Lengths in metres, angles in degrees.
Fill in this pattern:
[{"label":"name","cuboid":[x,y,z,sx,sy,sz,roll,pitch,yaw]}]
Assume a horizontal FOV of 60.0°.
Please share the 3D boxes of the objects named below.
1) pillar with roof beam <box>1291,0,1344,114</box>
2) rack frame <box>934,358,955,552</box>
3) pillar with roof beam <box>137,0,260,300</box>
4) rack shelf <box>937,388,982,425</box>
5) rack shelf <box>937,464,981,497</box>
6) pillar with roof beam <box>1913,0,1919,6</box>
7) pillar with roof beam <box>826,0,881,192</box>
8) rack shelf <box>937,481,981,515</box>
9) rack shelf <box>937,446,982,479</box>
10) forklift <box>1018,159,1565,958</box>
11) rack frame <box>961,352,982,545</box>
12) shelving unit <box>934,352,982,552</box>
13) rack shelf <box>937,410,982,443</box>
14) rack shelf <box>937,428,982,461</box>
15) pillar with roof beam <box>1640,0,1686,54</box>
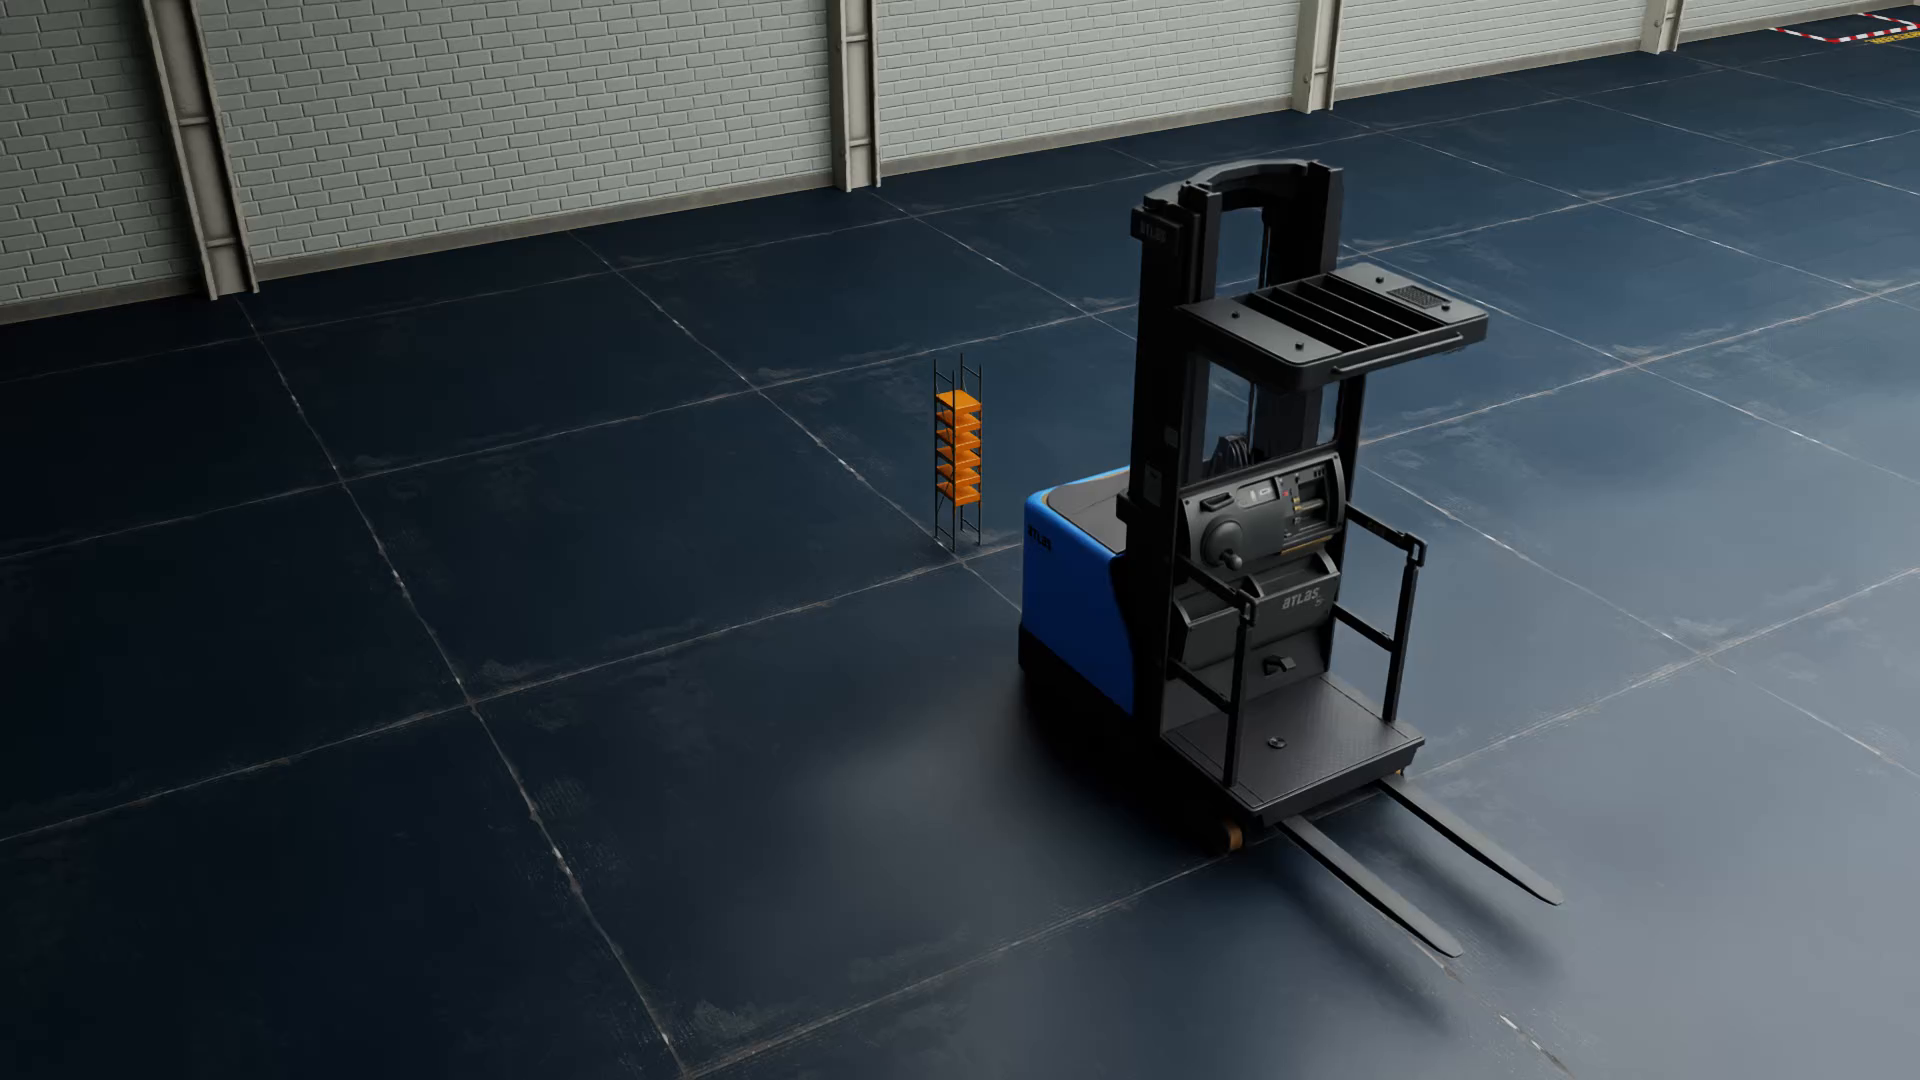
[{"label":"pillar with roof beam","cuboid":[6.308,-7.213,14.105,0.400,9.000,9.100,-16,33,-26]},{"label":"rack frame","cuboid":[-0.091,-0.499,10.011,0.006,1.200,0.240,-16,33,-26]},{"label":"pillar with roof beam","cuboid":[-4.038,-4.275,8.782,0.400,9.000,9.100,-16,33,-26]},{"label":"rack shelf","cuboid":[-0.012,-0.798,9.899,0.180,0.103,0.258,-16,33,-26]},{"label":"rack shelf","cuboid":[-0.012,-0.378,10.131,0.180,0.103,0.258,-16,33,-26]},{"label":"pillar with roof beam","cuboid":[16.654,-10.150,19.427,0.400,9.000,9.100,-16,33,-26]},{"label":"pillar with roof beam","cuboid":[1.135,-5.744,11.443,0.400,9.000,9.100,-16,33,-26]},{"label":"rack shelf","cuboid":[-0.012,-0.273,10.189,0.180,0.103,0.258,-16,33,-26]},{"label":"rack shelf","cuboid":[-0.012,-0.483,10.073,0.180,0.103,0.258,-16,33,-26]},{"label":"forklift","cuboid":[1.512,-0.089,7.476,1.130,2.935,3.031,-16,33,-27]},{"label":"rack frame","cuboid":[0.066,-0.544,10.092,0.006,1.200,0.240,-16,33,-26]},{"label":"shelving unit","cuboid":[-0.012,-0.522,10.052,0.189,1.200,0.258,-16,33,-26]},{"label":"rack shelf","cuboid":[-0.012,-0.693,9.957,0.180,0.103,0.258,-16,33,-26]},{"label":"rack shelf","cuboid":[-0.012,-0.588,10.015,0.180,0.103,0.258,-16,33,-26]},{"label":"pillar with roof beam","cuboid":[11.481,-8.681,16.766,0.400,9.000,9.100,-16,33,-26]}]
